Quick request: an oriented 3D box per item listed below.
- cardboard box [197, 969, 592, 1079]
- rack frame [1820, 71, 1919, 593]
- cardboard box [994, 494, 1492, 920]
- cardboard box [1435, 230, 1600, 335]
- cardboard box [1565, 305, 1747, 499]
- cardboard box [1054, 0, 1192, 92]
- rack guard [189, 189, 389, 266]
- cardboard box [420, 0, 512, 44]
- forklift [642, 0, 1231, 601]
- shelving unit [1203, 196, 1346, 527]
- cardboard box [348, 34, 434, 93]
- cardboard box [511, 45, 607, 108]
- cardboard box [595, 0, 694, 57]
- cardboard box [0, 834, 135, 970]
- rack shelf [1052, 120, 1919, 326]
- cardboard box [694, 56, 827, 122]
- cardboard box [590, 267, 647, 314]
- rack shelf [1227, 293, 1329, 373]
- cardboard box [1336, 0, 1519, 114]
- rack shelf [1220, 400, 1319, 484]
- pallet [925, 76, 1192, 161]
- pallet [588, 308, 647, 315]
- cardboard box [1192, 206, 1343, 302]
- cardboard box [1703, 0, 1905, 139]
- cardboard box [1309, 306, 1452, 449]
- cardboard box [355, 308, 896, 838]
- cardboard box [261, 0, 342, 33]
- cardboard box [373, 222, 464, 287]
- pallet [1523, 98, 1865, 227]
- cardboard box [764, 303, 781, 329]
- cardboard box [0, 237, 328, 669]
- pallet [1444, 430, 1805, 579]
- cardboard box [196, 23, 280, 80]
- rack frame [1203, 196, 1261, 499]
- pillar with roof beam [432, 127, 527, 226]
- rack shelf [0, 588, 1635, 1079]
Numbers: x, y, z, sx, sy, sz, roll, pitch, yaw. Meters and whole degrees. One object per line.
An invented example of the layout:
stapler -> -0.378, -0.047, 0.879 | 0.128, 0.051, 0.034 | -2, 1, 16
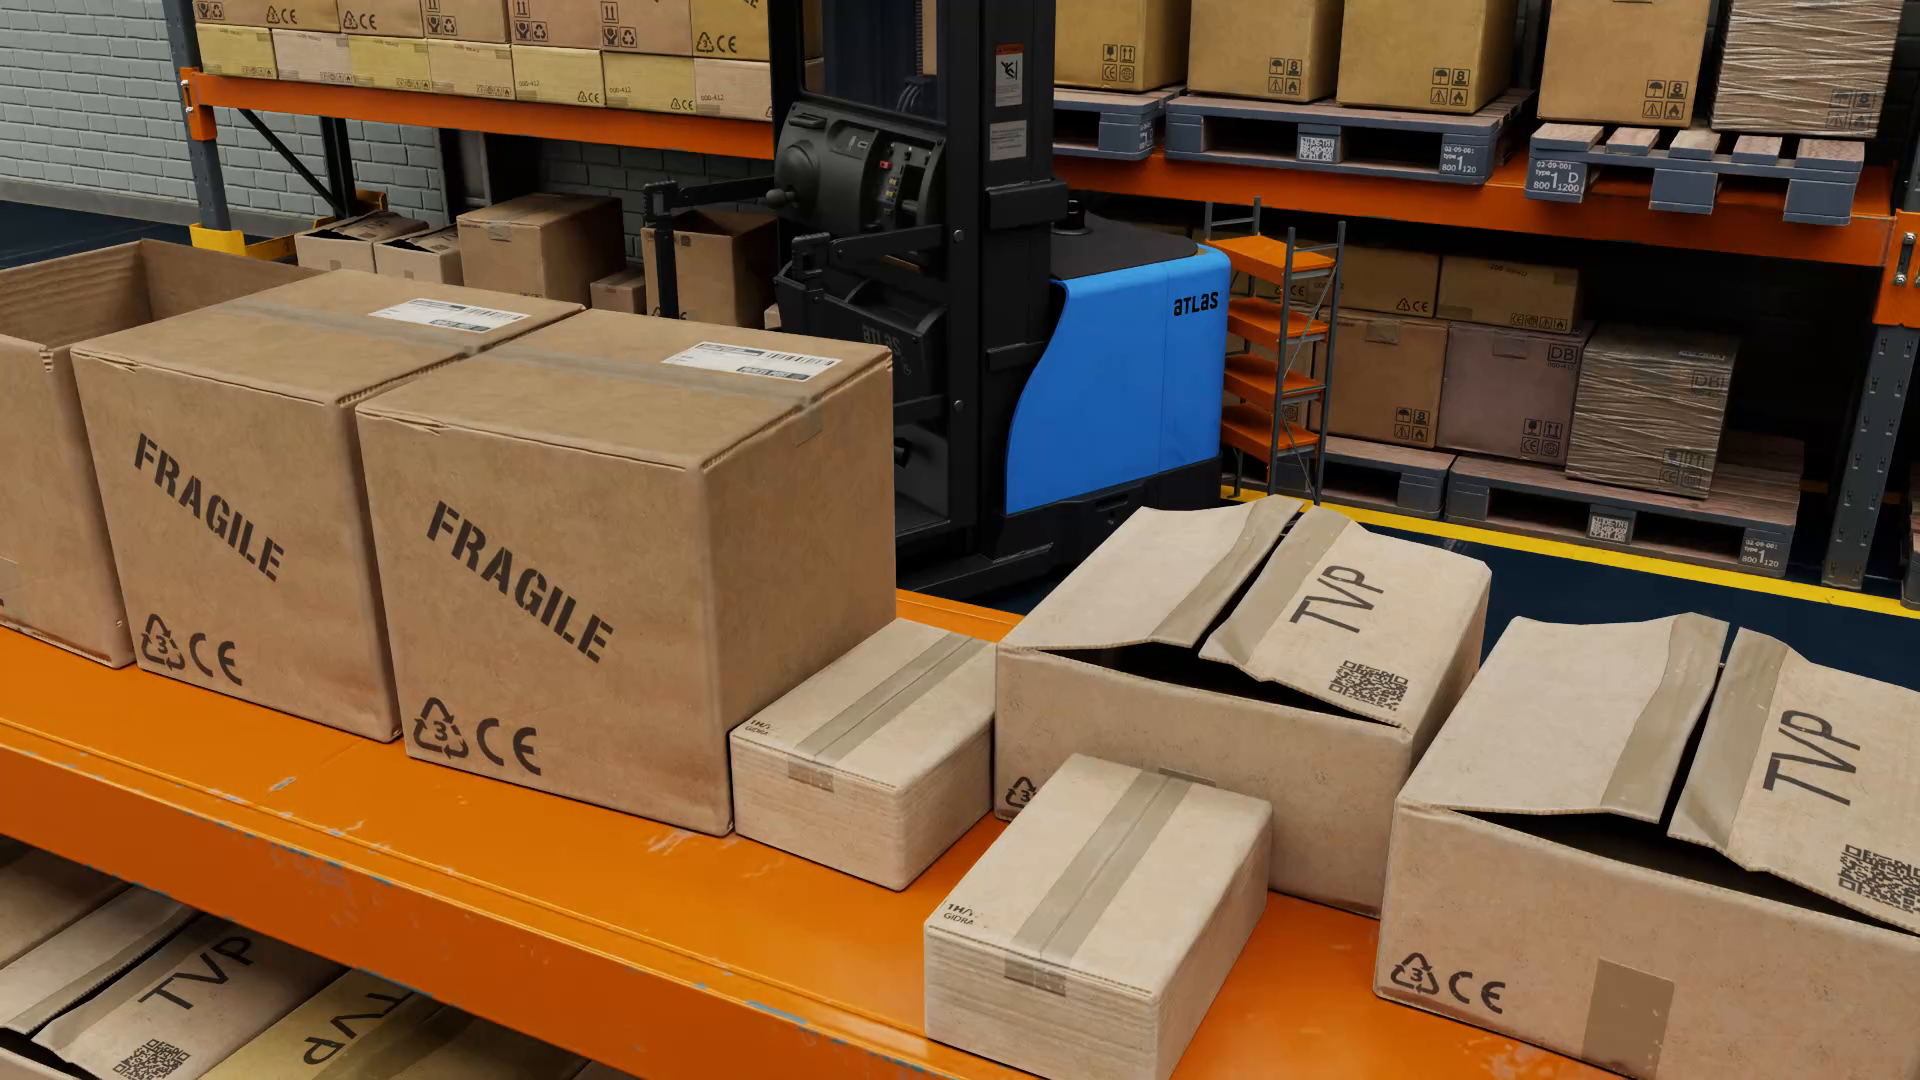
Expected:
cardboard box -> -0.856, 0.889, 2.587 | 0.500, 0.311, 0.500 | 12, 26, 26
rack frame -> 3.317, -1.381, 5.663 | 0.127, 3.000, 1.000 | 11, 25, 25
cardboard box -> 0.374, 0.166, 2.142 | 0.500, 0.311, 0.500 | 11, 25, 24
cardboard box -> 2.170, -1.009, 6.464 | 0.500, 0.250, 0.500 | 12, 26, 26
cardboard box -> 2.651, -0.542, 6.323 | 0.500, 0.500, 0.700 | 12, 26, 25
cardboard box -> 0.682, -2.132, 6.741 | 0.500, 0.500, 0.700 | 14, 27, 30
rack guard -> -3.755, -1.629, 9.443 | 0.348, 0.500, 1.175 | 11, 25, 25
cardboard box -> -2.171, -2.618, 7.781 | 0.500, 0.500, 0.500 | 12, 26, 26
forklift -> -0.509, -1.207, 5.342 | 3.031, 2.935, 1.130 | -16, 28, -32
shelving unit -> 1.123, -0.623, 6.181 | 0.258, 1.200, 0.503 | -11, 26, -25
cardboard box -> -2.608, -2.358, 8.127 | 0.500, 0.250, 0.500 | 11, 25, 24
cardboard box -> -1.709, -2.179, 7.707 | 0.500, 0.250, 0.500 | 11, 25, 24
cardboard box -> -1.262, -2.434, 7.348 | 0.500, 0.500, 0.500 | 11, 25, 24
cardboard box -> -1.784, 0.708, 3.012 | 0.500, 0.311, 0.500 | 11, 25, 24
rack shelf -> 1.532, -1.403, 6.635 | 4.000, 0.370, 1.077 | 11, 25, 25
cardboard box -> -0.812, -2.005, 7.297 | 0.500, 0.250, 0.500 | 11, 26, 25
cardboard box -> -1.671, -1.267, 8.477 | 0.250, 0.149, 0.380 | 9, 25, 20
rack shelf -> 1.123, -0.767, 6.120 | 0.258, 0.148, 0.480 | -11, 26, -25
cardboard box -> 1.771, -1.921, 6.244 | 0.500, 0.500, 0.700 | 11, 25, 25
rack shelf -> 1.123, -0.378, 6.285 | 0.258, 0.148, 0.480 | -11, 26, -25
pallet -> 0.364, -1.813, 6.925 | 1.213, 0.211, 1.003 | 11, 25, 25
pallet -> -1.961, -1.125, 8.625 | 1.213, 0.211, 1.003 | 11, 25, 25
cardboard box -> 1.272, -1.193, 6.896 | 0.500, 0.250, 0.500 | 10, 25, 23
cardboard box -> 2.893, -1.709, 5.745 | 0.500, 0.500, 0.700 | 8, 24, 18
cardboard box -> 1.787, -0.751, 6.815 | 0.500, 0.500, 0.700 | 11, 25, 24
cardboard box -> -0.420, 0.014, 2.257 | 0.500, 0.500, 0.500 | 10, 25, 22
cardboard box -> -3.095, -2.798, 8.205 | 0.500, 0.500, 0.500 | 11, 26, 25
cardboard box -> -2.737, -1.504, 8.827 | 0.500, 0.311, 0.500 | 14, 27, 29
pallet -> 2.633, -1.381, 5.909 | 1.003, 0.211, 1.213 | 11, 25, 25
cardboard box -> -0.744, -1.070, 7.990 | 0.250, 0.166, 0.380 | 8, 24, 18
cardboard box -> -1.336, -0.168, 2.684 | 0.500, 0.500, 0.500 | 13, 26, 28
pallet -> 2.620, -0.236, 6.535 | 1.213, 0.211, 1.003 | 11, 25, 25
cardboard box -> -3.530, -2.536, 8.547 | 0.500, 0.250, 0.500 | 10, 25, 23
rack frame -> 1.011, -0.708, 6.381 | 0.240, 1.200, 0.015 | -11, 26, -25
pillar with roof beam -> -4.750, -4.229, 4.695 | 0.400, 9.000, 9.100 | 11, 25, 25
rack shelf -> -0.700, 0.328, 2.565 | 4.000, 0.370, 1.077 | 11, 25, 25
